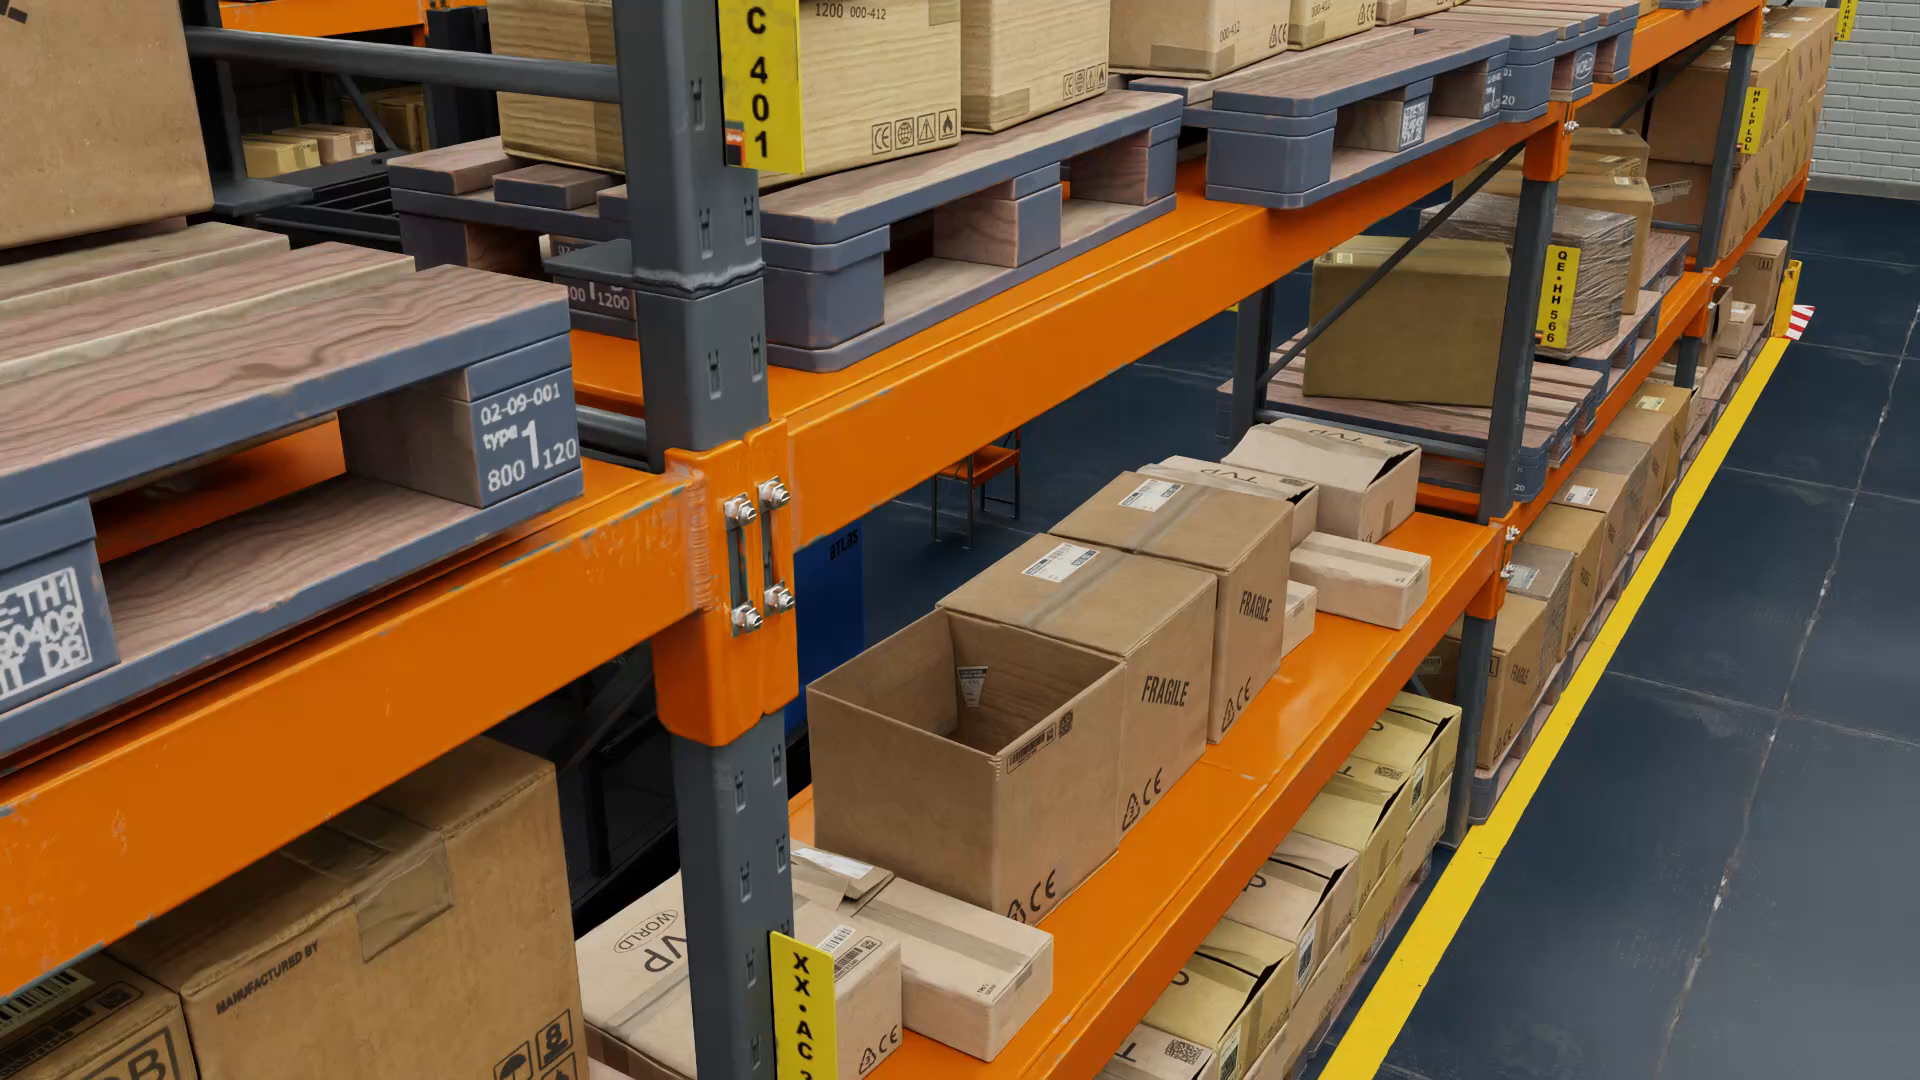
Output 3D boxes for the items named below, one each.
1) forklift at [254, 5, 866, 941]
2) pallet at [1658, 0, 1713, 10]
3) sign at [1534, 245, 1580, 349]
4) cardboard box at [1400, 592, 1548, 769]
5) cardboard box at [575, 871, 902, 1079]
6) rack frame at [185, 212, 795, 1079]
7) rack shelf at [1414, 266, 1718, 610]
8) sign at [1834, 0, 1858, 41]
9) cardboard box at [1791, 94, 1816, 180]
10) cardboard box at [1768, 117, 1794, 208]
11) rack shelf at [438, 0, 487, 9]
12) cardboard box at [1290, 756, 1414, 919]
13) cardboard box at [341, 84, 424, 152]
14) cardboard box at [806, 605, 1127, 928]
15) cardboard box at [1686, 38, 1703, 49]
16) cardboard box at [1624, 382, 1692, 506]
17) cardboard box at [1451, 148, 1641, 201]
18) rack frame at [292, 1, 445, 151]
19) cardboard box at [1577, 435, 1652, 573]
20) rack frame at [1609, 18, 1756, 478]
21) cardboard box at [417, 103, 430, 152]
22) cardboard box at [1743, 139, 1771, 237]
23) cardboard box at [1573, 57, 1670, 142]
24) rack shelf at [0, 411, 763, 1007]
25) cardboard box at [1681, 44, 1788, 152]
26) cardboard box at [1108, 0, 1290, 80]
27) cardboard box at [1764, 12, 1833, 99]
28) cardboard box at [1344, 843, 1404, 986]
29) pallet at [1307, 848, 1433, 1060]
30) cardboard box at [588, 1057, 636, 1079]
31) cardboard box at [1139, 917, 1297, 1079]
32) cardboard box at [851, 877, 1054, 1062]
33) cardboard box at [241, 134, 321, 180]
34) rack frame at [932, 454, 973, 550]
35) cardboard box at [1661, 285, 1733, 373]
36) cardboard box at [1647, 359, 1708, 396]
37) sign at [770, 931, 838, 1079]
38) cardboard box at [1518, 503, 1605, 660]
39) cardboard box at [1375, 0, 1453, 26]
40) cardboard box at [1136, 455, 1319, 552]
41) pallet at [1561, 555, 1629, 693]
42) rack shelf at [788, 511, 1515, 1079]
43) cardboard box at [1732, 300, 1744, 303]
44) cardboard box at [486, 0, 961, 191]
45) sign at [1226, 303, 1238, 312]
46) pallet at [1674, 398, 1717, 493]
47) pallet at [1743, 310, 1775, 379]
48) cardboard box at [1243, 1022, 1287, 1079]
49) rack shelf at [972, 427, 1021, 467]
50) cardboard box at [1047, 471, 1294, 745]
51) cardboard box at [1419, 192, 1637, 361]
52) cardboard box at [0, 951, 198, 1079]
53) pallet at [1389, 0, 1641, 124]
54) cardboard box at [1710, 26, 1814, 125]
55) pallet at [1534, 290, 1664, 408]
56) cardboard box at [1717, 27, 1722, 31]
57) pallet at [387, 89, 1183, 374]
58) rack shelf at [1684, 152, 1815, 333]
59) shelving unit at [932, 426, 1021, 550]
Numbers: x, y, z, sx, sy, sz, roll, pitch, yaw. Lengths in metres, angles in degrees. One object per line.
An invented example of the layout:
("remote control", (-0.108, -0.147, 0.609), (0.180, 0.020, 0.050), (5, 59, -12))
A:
("forklift", (-1.479, -0.123, 5.344), (1.130, 2.935, 3.031), (11, 26, 24))
("pallet", (2.593, -2.443, 7.077), (1.213, 0.211, 1.003), (14, 27, 29))
("sign", (1.904, -0.774, 5.306), (0.100, 0.325, 0.005), (14, 27, 29))
("cardboard box", (1.914, 0.493, 6.428), (0.500, 0.500, 0.500), (15, 28, 31))
("cardboard box", (-0.456, 0.885, 3.118), (0.500, 0.250, 0.500), (16, 28, 32))
("rack frame", (-0.679, 0.992, 2.683), (1.000, 3.000, 0.127), (14, 27, 29))
("rack shelf", (2.486, -0.703, 7.504), (1.077, 0.370, 4.000), (14, 27, 29))
("sign", (6.112, -3.612, 11.462), (0.100, 0.325, 0.005), (14, 27, 29))
("cardboard box", (5.375, -2.720, 11.132), (0.500, 0.500, 0.500), (14, 27, 29))
("cardboard box", (4.842, -2.383, 10.353), (0.500, 0.500, 0.500), (13, 27, 28))
("rack shelf", (-1.724, -3.117, 9.303), (1.077, 0.370, 4.000), (14, 27, 29))
("cardboard box", (1.096, 0.859, 5.217), (0.500, 0.311, 0.500), (13, 27, 28))
("cardboard box", (-2.760, -2.138, 8.444), (0.500, 0.250, 0.500), (15, 27, 30))
("cardboard box", (0.018, 0.512, 3.665), (0.500, 0.500, 0.500), (16, 28, 33))
("cardboard box", (4.122, -2.782, 10.015), (0.500, 0.500, 0.500), (14, 27, 29))
("cardboard box", (3.524, -0.537, 8.806), (0.500, 0.500, 0.500), (14, 27, 29))
("cardboard box", (2.792, -1.589, 7.989), (0.700, 0.500, 0.500), (19, 30, 37))
("rack frame", (-2.779, -1.395, 8.197), (1.000, 3.000, 0.127), (14, 27, 29))
("cardboard box", (2.992, -0.202, 8.034), (0.500, 0.500, 0.500), (14, 27, 30))
("rack frame", (3.541, -1.708, 8.921), (1.000, 3.000, 0.127), (14, 27, 29))
("cardboard box", (-2.305, -2.040, 8.217), (0.500, 0.250, 0.500), (15, 27, 30))
("cardboard box", (4.309, -2.043, 9.567), (0.500, 0.500, 0.500), (14, 27, 30))
("cardboard box", (3.588, -2.438, 9.222), (0.500, 0.500, 0.500), (14, 27, 29))
("rack shelf", (-1.734, 0.620, 0.671), (1.077, 0.370, 4.000), (14, 27, 29))
("cardboard box", (4.301, -2.487, 9.336), (0.500, 0.500, 0.500), (13, 27, 27))
("cardboard box", (0.382, -1.141, 3.495), (0.500, 0.250, 0.500), (11, 26, 25))
("cardboard box", (5.384, -3.185, 10.946), (0.500, 0.500, 0.500), (15, 27, 30))
("cardboard box", (1.092, 1.114, 5.333), (0.500, 0.250, 0.500), (14, 27, 28))
("pallet", (0.964, 1.191, 5.733), (1.003, 0.211, 1.213), (14, 27, 29))
("cardboard box", (-0.640, 0.785, 2.219), (0.380, 0.149, 0.250), (14, 27, 29))
("cardboard box", (0.561, 1.197, 4.436), (0.500, 0.311, 0.500), (15, 27, 30))
("cardboard box", (-0.038, 0.851, 3.325), (0.380, 0.149, 0.250), (14, 27, 29))
("cardboard box", (-3.093, -1.706, 7.419), (0.380, 0.149, 0.250), (9, 25, 20))
("rack frame", (-0.041, -0.524, 8.450), (0.240, 1.200, 0.015), (14, 27, 29))
("cardboard box", (4.528, -1.400, 10.796), (0.797, 0.503, 0.637), (14, 27, 29))
("cardboard box", (4.394, -1.000, 10.298), (0.380, 0.166, 0.250), (14, 27, 29))
("sign", (-0.206, 0.674, 2.228), (0.100, 0.325, 0.005), (14, 27, 29))
("cardboard box", (2.454, 0.147, 7.227), (0.500, 0.500, 0.500), (13, 27, 28))
("cardboard box", (0.979, -1.513, 4.354), (0.500, 0.250, 0.500), (15, 27, 30))
("cardboard box", (0.795, -0.056, 5.216), (0.500, 0.311, 0.500), (14, 27, 28))
("pallet", (2.502, 0.267, 7.867), (1.003, 0.211, 1.213), (14, 27, 29))
("rack shelf", (0.376, 0.647, 4.386), (1.077, 0.370, 4.000), (14, 27, 29))
("cardboard box", (5.284, -1.607, 11.699), (0.380, 0.166, 0.250), (14, 27, 29))
("cardboard box", (-0.346, -0.715, 2.510), (0.500, 0.250, 0.500), (17, 29, 34))
("sign", (0.965, -0.964, 5.843), (0.100, 0.325, 0.005), (14, 27, 29))
("pallet", (3.904, -0.660, 10.010), (1.003, 0.211, 1.213), (14, 27, 29))
("pallet", (5.191, -1.484, 11.912), (1.003, 0.211, 1.213), (14, 27, 29))
("cardboard box", (0.555, 1.458, 4.540), (0.500, 0.250, 0.500), (14, 27, 30))
("rack shelf", (0.087, -0.545, 8.667), (0.258, 0.148, 0.480), (14, 27, 29))
("cardboard box", (0.560, 0.166, 4.466), (0.500, 0.500, 0.500), (12, 26, 26))
("cardboard box", (2.312, -1.102, 6.865), (0.700, 0.500, 0.500), (20, 31, 39))
("cardboard box", (-1.173, 0.672, 1.662), (0.700, 0.500, 0.500), (14, 27, 29))
("pallet", (1.149, -1.400, 4.671), (1.213, 0.211, 1.003), (15, 28, 31))
("cardboard box", (4.844, -2.835, 10.139), (0.500, 0.500, 0.500), (15, 27, 31))
("pallet", (2.453, -0.928, 7.359), (1.003, 0.211, 1.213), (14, 27, 29))
("cardboard box", (4.656, -3.123, 10.803), (0.500, 0.500, 0.500), (14, 27, 30))
("pallet", (-0.225, -0.597, 2.819), (0.805, 0.209, 1.217), (13, 26, 27))
("rack shelf", (4.596, -2.053, 10.623), (1.077, 0.370, 4.000), (14, 27, 29))
("shelving unit", (0.087, -0.606, 8.641), (0.258, 1.200, 0.503), (14, 27, 29))
